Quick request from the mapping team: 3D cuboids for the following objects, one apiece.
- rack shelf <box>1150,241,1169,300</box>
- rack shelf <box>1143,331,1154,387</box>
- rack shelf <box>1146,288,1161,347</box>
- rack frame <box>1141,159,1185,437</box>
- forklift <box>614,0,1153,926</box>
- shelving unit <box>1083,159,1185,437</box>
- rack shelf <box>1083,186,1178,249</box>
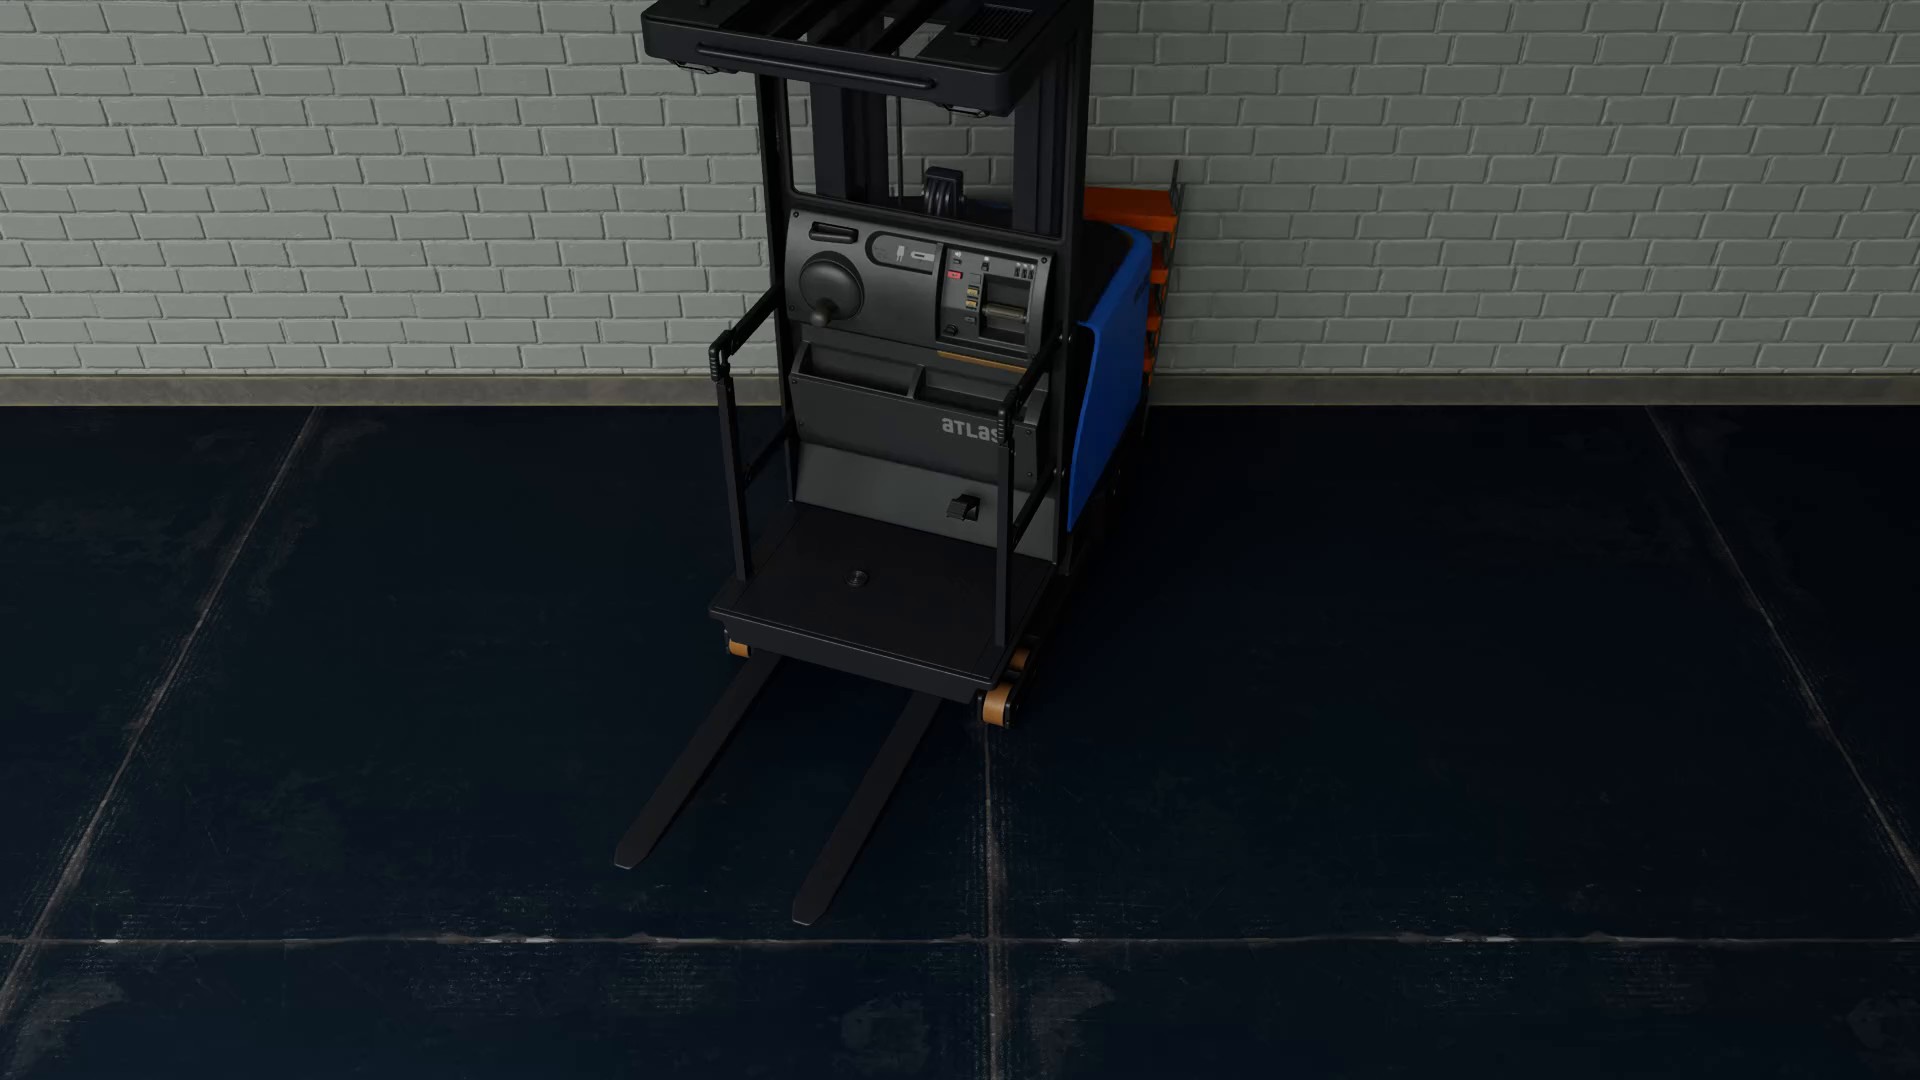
[{"bbox_3d":[0.611,-1.140,6.945,0.480,0.148,0.258,3,37,-3],"label":"rack shelf"},{"bbox_3d":[0.582,-0.805,7.200,0.480,0.148,0.258,3,37,-3],"label":"rack shelf"},{"bbox_3d":[0.596,-0.962,7.080,0.480,0.148,0.258,3,37,-3],"label":"rack shelf"},{"bbox_3d":[0.844,-1.004,7.052,0.015,1.200,0.240,3,37,-3],"label":"rack frame"},{"bbox_3d":[-0.222,-0.778,5.377,1.130,2.935,3.031,13,41,16],"label":"forklift"},{"bbox_3d":[0.600,-1.016,7.039,0.503,1.200,0.258,3,37,-3],"label":"shelving unit"},{"bbox_3d":[0.628,-1.328,6.802,0.480,0.148,0.258,3,37,-3],"label":"rack shelf"}]
